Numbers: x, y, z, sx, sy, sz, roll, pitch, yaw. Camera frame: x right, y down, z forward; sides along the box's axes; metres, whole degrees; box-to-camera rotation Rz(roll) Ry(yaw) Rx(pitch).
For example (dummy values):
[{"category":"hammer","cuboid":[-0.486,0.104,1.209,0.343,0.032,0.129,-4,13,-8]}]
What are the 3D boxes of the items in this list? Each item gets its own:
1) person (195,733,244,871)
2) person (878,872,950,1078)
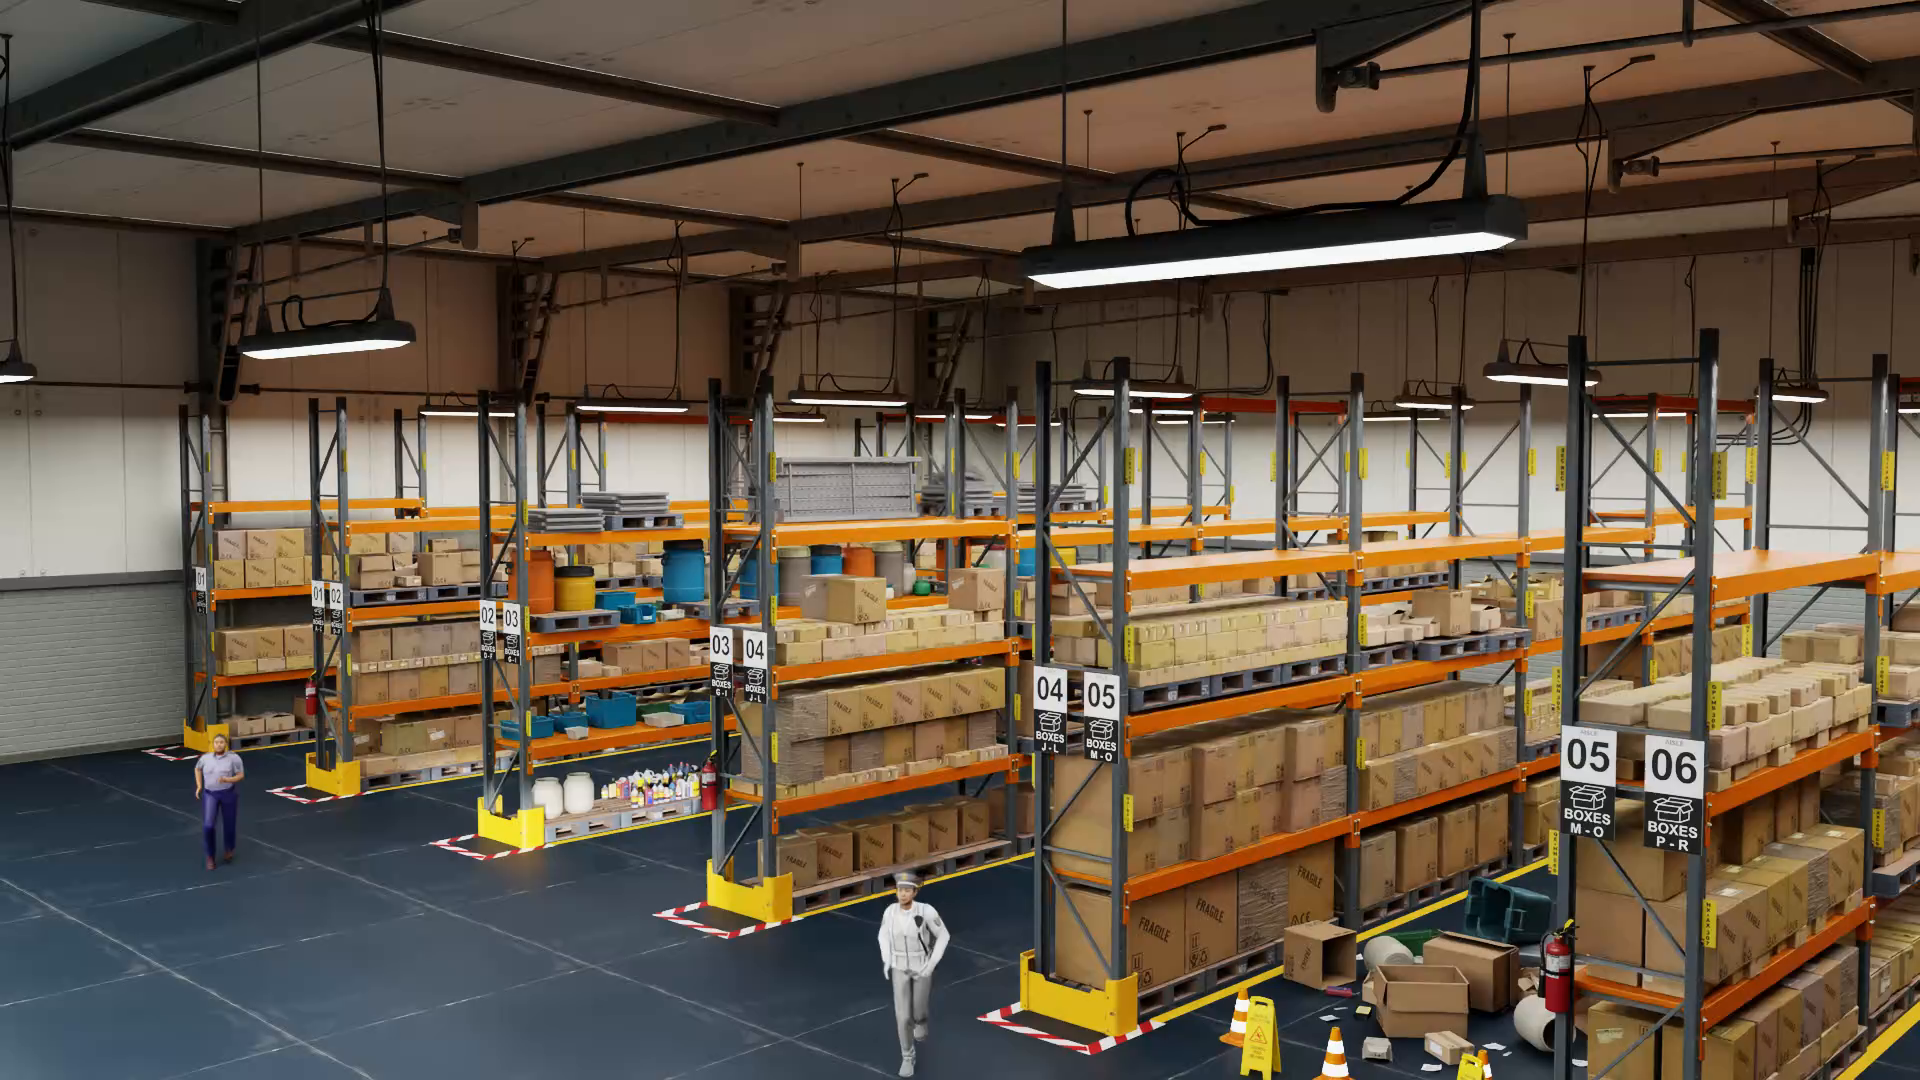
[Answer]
[{"category":"person","cuboid":[-9.228,3.260,20.731,0.577,1.698,0.708,-1,3,-21]},{"category":"person","cuboid":[-0.384,3.601,14.030,0.622,1.699,0.657,1,3,11]}]
